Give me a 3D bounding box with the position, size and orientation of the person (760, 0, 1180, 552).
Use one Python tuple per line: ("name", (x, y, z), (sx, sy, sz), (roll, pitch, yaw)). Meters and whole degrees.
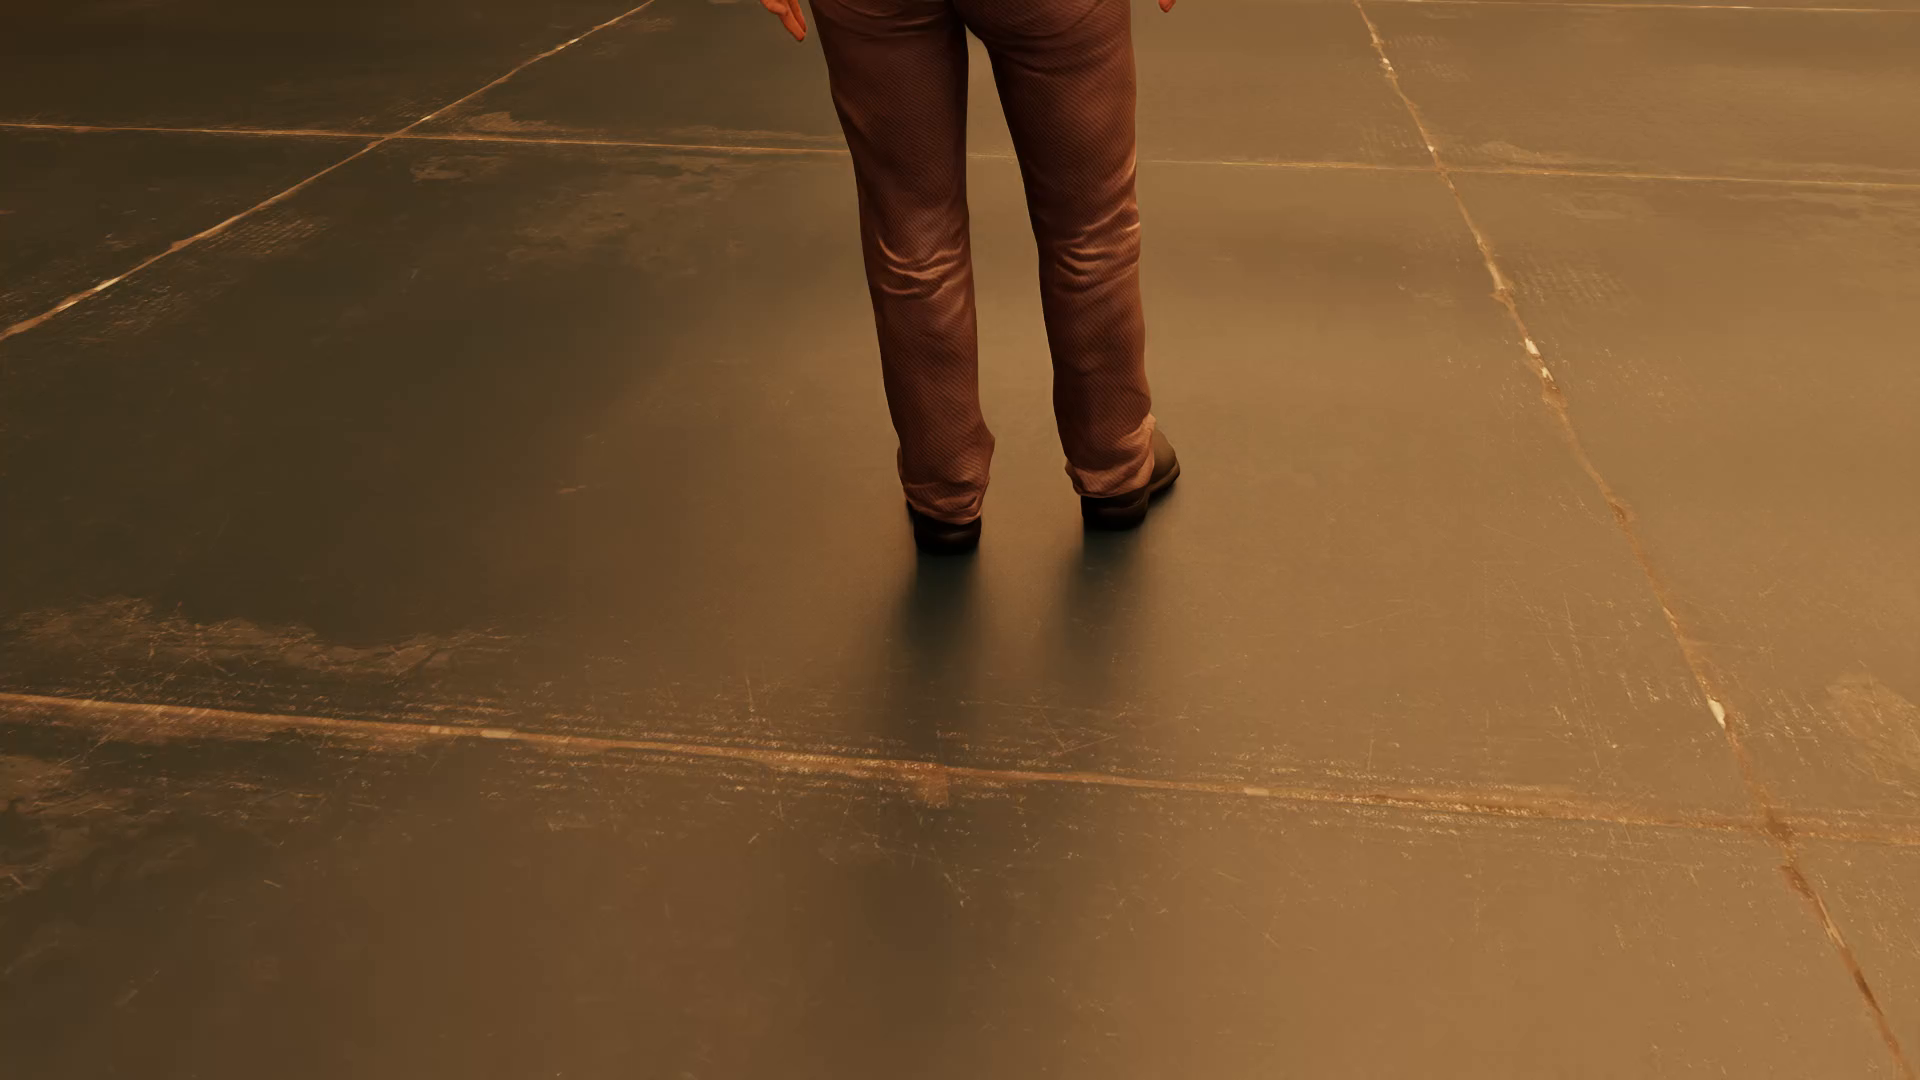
("person", (0.016, -0.804, 2.166), (0.632, 1.720, 0.568), (3, 27, 7))
